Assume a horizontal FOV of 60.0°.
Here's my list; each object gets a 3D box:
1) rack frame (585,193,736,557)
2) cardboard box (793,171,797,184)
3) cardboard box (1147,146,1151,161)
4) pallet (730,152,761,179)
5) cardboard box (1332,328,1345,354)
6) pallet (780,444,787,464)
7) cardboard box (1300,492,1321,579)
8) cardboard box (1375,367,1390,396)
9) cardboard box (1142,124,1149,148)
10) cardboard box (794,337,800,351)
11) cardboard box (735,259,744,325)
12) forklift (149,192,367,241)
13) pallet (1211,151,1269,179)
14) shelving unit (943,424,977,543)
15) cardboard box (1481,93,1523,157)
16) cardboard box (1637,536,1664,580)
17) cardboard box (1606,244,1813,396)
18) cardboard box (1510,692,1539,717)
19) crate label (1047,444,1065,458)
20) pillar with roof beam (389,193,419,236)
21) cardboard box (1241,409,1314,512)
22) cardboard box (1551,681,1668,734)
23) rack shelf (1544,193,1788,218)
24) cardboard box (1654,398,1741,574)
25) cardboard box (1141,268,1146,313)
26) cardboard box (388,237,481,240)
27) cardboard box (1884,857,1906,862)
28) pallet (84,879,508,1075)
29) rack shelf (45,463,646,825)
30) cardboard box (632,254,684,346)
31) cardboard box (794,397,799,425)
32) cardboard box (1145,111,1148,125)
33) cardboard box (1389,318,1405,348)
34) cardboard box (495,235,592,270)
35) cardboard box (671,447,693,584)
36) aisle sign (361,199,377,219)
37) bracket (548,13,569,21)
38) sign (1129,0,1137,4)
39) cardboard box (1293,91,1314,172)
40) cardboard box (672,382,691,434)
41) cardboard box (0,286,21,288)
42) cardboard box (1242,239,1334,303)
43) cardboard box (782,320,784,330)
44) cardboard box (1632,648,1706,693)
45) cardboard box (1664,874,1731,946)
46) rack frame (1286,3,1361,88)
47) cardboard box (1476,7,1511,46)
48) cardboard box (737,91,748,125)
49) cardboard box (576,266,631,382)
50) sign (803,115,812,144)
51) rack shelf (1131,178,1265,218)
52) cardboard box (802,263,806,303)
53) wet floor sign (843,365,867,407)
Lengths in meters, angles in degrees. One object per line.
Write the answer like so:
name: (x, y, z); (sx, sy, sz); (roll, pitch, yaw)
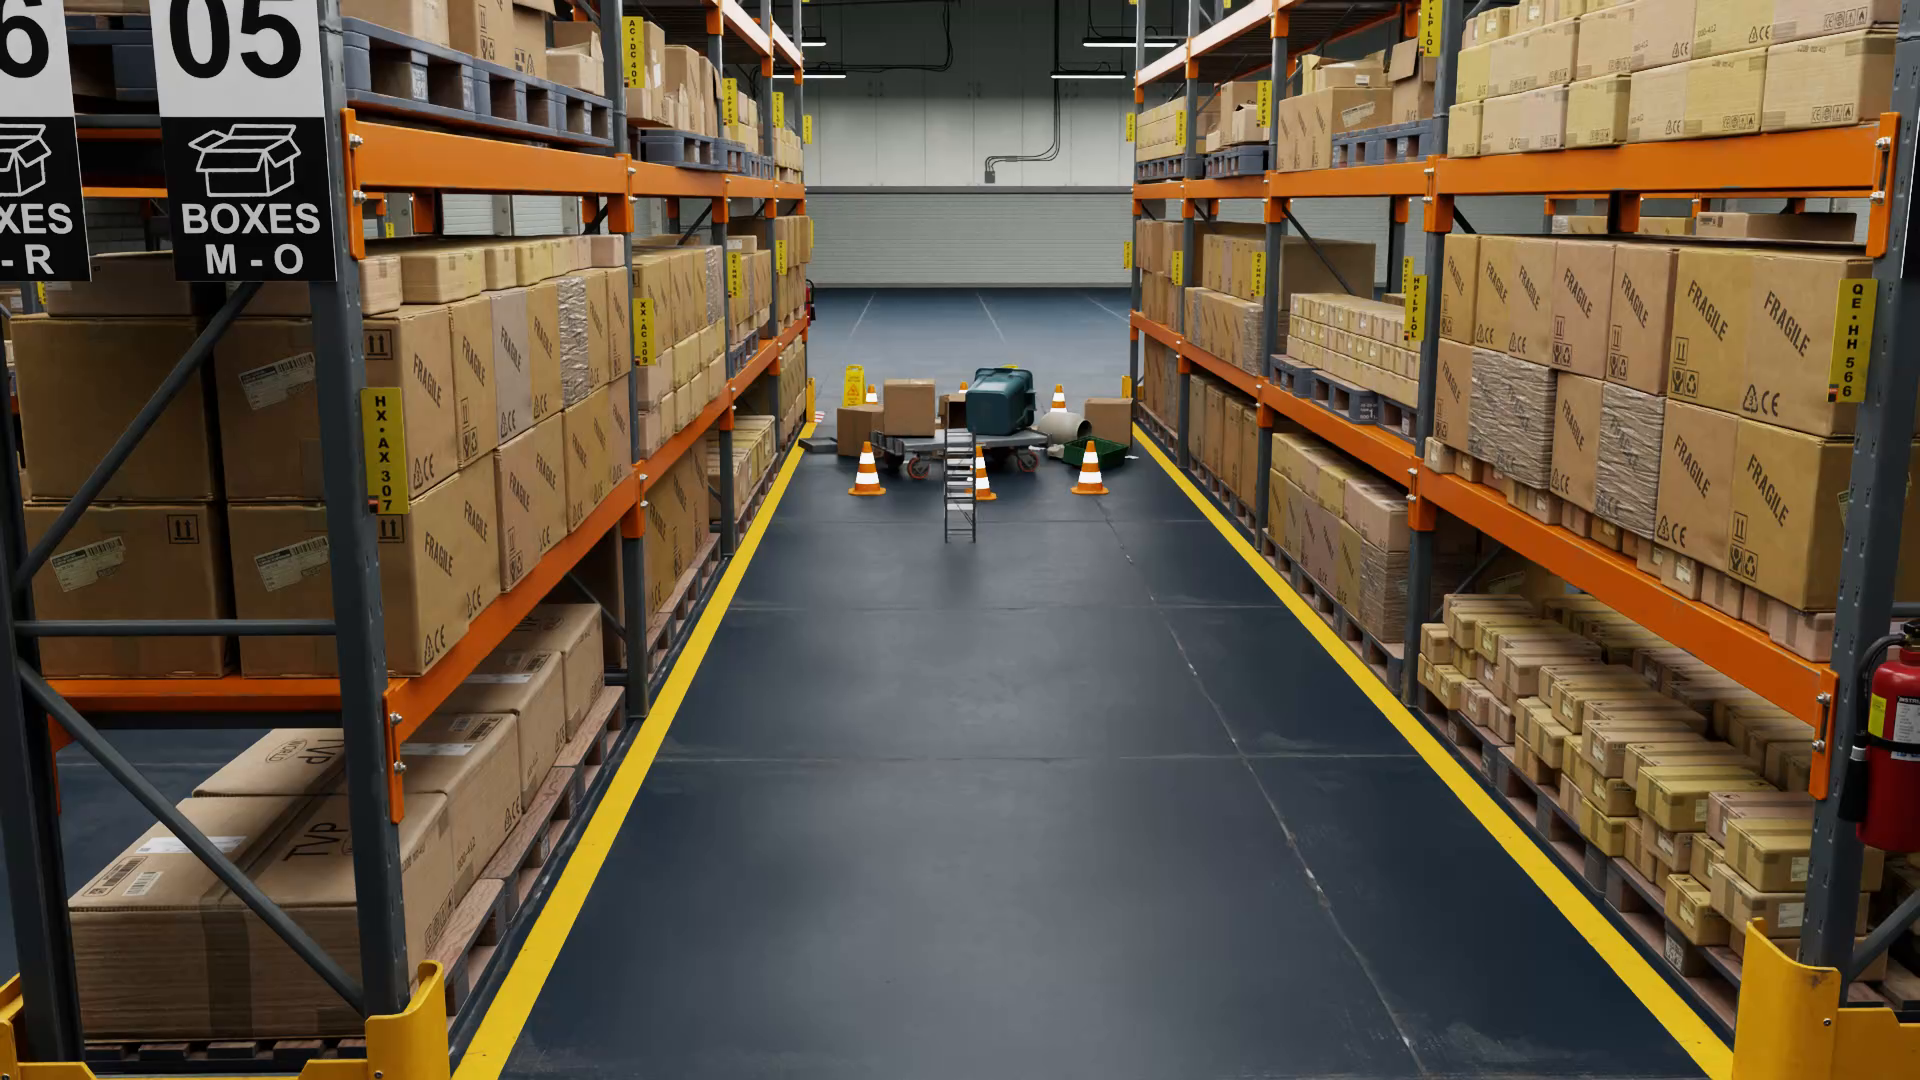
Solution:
rack frame: (-2.192, -1.353, 12.185); (1.000, 3.000, 0.127); (0, 11, -1)
cardboard box: (-2.061, -4.118, 18.902); (0.380, 0.149, 0.250); (0, 11, 1)
cardboard box: (2.297, -4.315, 18.566); (0.380, 0.149, 0.250); (0, 11, -1)
pallet: (-2.344, -3.197, 14.201); (1.213, 0.211, 1.003); (0, 11, -1)
cardboard box: (2.592, -1.269, 10.598); (0.380, 0.149, 0.250); (0, 11, -2)
pallet: (-2.324, -0.915, 17.039); (1.003, 0.211, 1.213); (0, 11, -1)
cardboard box: (2.543, -0.031, 10.897); (0.500, 0.500, 0.500); (-1, 11, -3)
cardboard box: (2.617, -0.910, 9.577); (0.380, 0.149, 0.250); (-1, 11, -4)
cardboard box: (2.354, -4.583, 18.883); (0.500, 0.250, 0.500); (0, 11, -2)
cardboard box: (-2.004, -2.206, 18.732); (0.380, 0.149, 0.250); (0, 11, 0)
cardboard box: (-1.988, -1.948, 13.060); (0.500, 0.500, 0.500); (0, 11, 2)
forklift: (-5.398, -1.414, 12.819); (3.031, 2.867, 1.129); (3, 12, 13)
pallet: (2.662, -3.121, 13.830); (1.003, 0.211, 1.213); (0, 11, 1)
shelving unit: (0.000, -0.439, 12.962); (0.258, 0.900, 0.210); (0, 11, -1)
cardboard box: (2.602, -1.802, 7.232); (0.500, 0.250, 0.500); (0, 11, -2)
cardboard box: (2.638, 0.054, 5.882); (0.380, 0.149, 0.250); (-1, 11, -4)
cardboard box: (2.631, -0.782, 5.856); (0.500, 0.500, 0.500); (0, 11, 2)
cardboard box: (2.646, 0.727, 7.297); (0.380, 0.149, 0.250); (0, 11, 1)
crate label: (1.056, -0.912, 17.211); (0.298, 0.136, 0.250); (-10, 15, -40)
pillar with roof beam: (-4.027, -6.931, 24.588); (9.100, 9.000, 0.400); (0, 11, -1)
cardboard box: (2.832, -0.618, 13.164); (1.050, 0.750, 0.750); (0, 11, -2)
cardboard box: (2.644, 0.681, 6.774); (0.380, 0.149, 0.250); (0, 11, -1)
rack shelf: (7.591, -3.704, 18.038); (1.077, 0.370, 4.000); (0, 11, -1)
cardboard box: (2.648, -0.189, 5.446); (0.500, 0.500, 0.500); (0, 11, -2)
cardboard box: (2.642, -2.984, 19.845); (0.875, 0.550, 0.550); (0, 11, -1)
cardboard box: (-2.294, -1.250, 7.276); (0.380, 0.149, 0.250); (0, 11, -2)
cardboard box: (3.216, 1.082, 5.546); (0.380, 0.149, 0.250); (0, 11, -1)
pallet: (-2.122, 1.445, 5.405); (1.003, 0.211, 1.213); (0, 11, -1)
rack shelf: (-2.068, 0.192, 6.377); (1.077, 0.370, 4.000); (0, 11, -1)
cardboard box: (-1.878, -1.386, 9.582); (0.500, 0.500, 0.500); (-1, 11, -3)
cardboard box: (-2.053, -1.435, 18.448); (0.500, 0.250, 0.500); (-1, 11, -3)
cardboard box: (2.292, -4.758, 18.741); (0.380, 0.149, 0.250); (0, 11, -1)
cardboard box: (2.624, -1.156, 9.295); (0.380, 0.149, 0.250); (-1, 11, -3)
cardboard box: (-1.888, -1.302, 7.536); (0.380, 0.149, 0.250); (0, 11, 0)
cardboard box: (-2.247, -0.203, 10.802); (0.875, 0.875, 0.875); (0, 11, 0)
aisle sign: (-7.028, -4.211, 19.731); (0.394, 0.787, 0.004); (0, 11, -1)
bracket: (-8.162, -10.469, 32.977); (0.076, 0.066, 4.783); (0, 11, -1)
sign: (2.034, -6.458, 19.512); (0.100, 0.325, 0.005); (0, 11, -1)
cardboard box: (2.518, -2.699, 11.021); (0.500, 0.500, 0.500); (0, 11, -1)
cardboard box: (-1.862, -0.778, 9.726); (0.500, 0.250, 0.500); (0, 11, -2)
cardboard box: (-7.500, -1.915, 13.069); (0.380, 0.149, 0.250); (0, 11, -2)
cardboard box: (2.731, -2.224, 13.713); (0.700, 0.500, 0.500); (0, 11, -2)
cardboard box: (-2.024, -2.241, 17.193); (0.380, 0.149, 0.250); (0, 11, 1)
cardboard box: (3.187, 0.576, 7.291); (0.380, 0.149, 0.250); (-1, 11, -4)
cardboard box: (2.594, 1.234, 5.549); (0.380, 0.149, 0.250); (0, 11, 1)
rack frame: (2.758, -4.334, 11.788); (0.949, 2.616, 0.053); (0, 11, -1)
cardboard box: (2.573, -2.322, 7.535); (0.380, 0.149, 0.250); (-1, 11, -4)
cardboard box: (-2.093, -3.678, 14.165); (0.500, 0.250, 0.500); (0, 11, 0)
cardboard box: (-1.824, -1.004, 7.699); (0.500, 0.500, 0.500); (0, 11, -2)
sign: (-1.802, -4.846, 19.629); (0.100, 0.325, 0.005); (0, 11, -1)
rack shelf: (2.630, -3.704, 18.036); (1.077, 0.370, 4.000); (0, 11, -1)
cardboard box: (-2.071, -3.031, 19.458); (0.500, 0.500, 0.500); (0, 11, -2)
wet floor sign: (-1.292, -1.832, 20.465); (0.267, 0.644, 0.232); (4, 12, 18)
